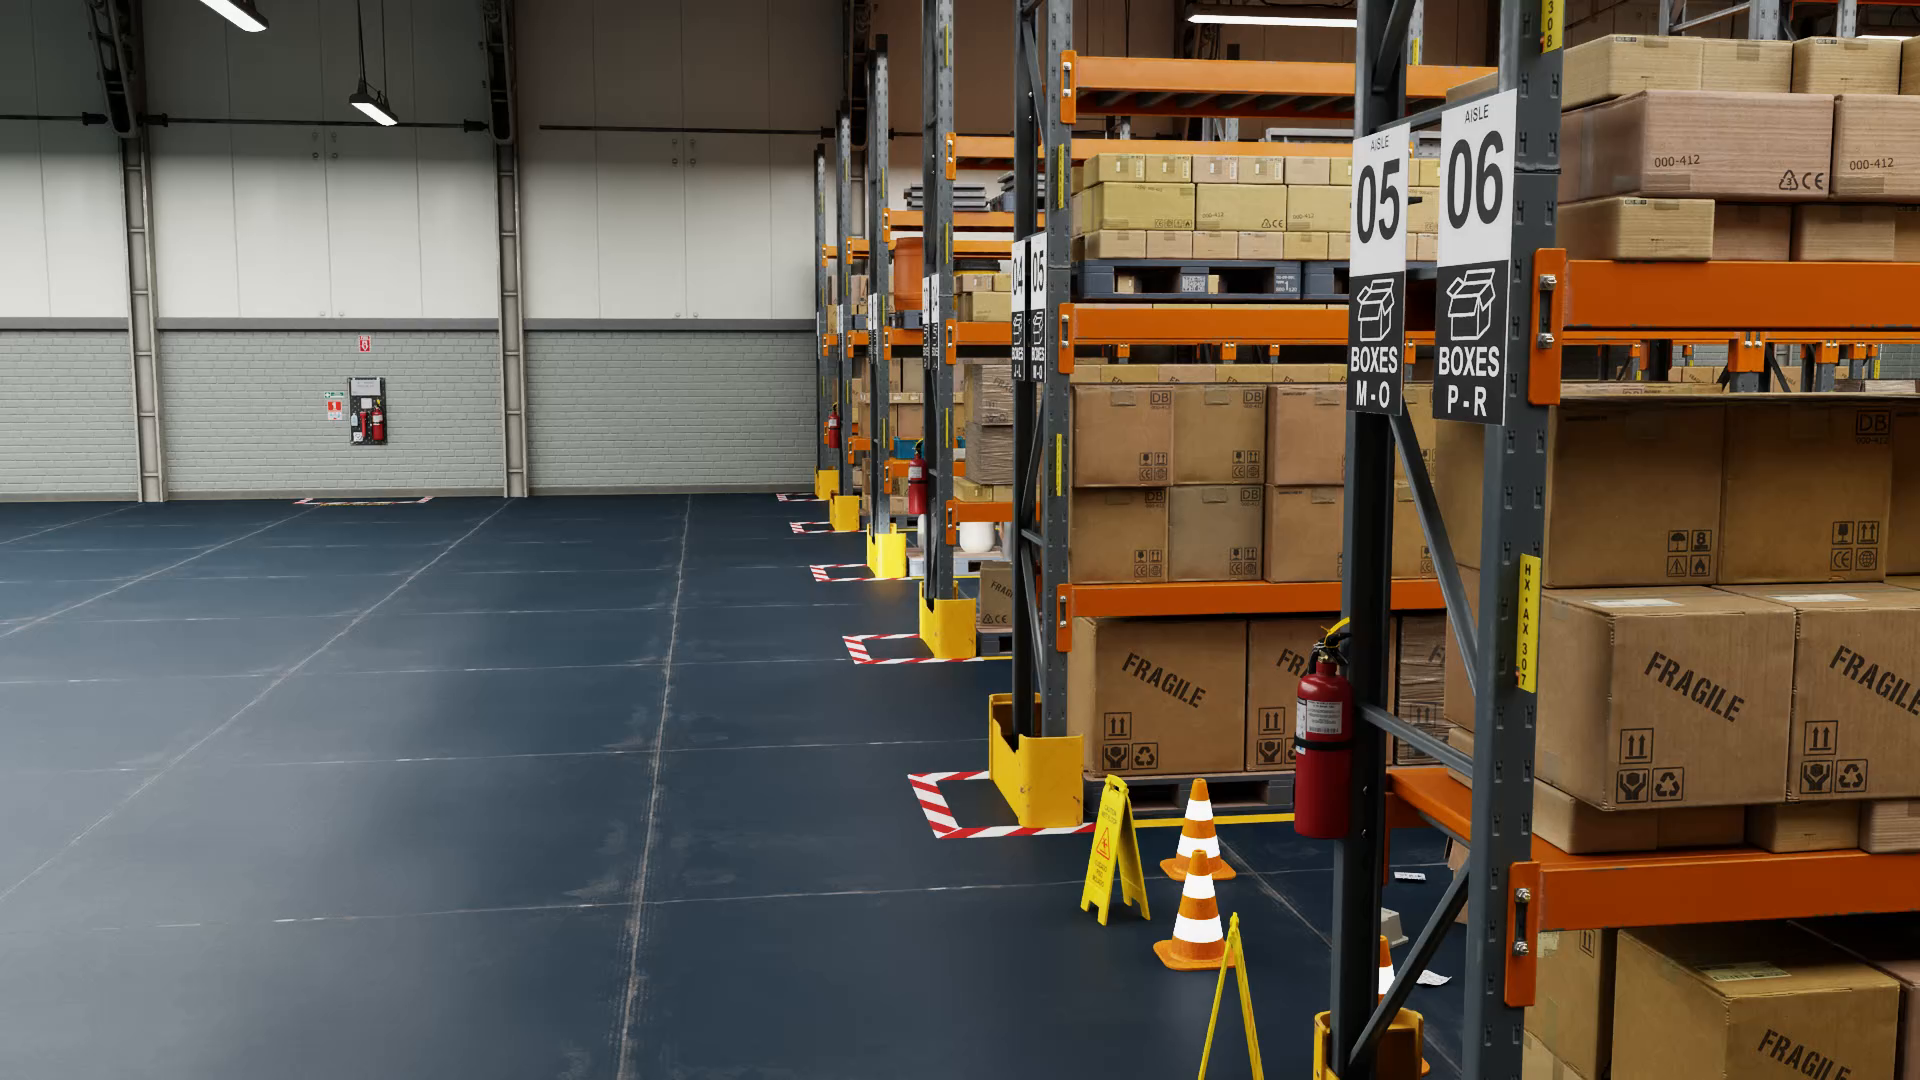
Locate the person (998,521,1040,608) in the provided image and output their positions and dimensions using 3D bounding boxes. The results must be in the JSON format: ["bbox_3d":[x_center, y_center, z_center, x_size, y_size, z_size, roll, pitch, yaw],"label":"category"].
[{"bbox_3d":[0.591,-0.113,16.570,0.453,1.618,0.367,-1,7,-7],"label":"person"}]
